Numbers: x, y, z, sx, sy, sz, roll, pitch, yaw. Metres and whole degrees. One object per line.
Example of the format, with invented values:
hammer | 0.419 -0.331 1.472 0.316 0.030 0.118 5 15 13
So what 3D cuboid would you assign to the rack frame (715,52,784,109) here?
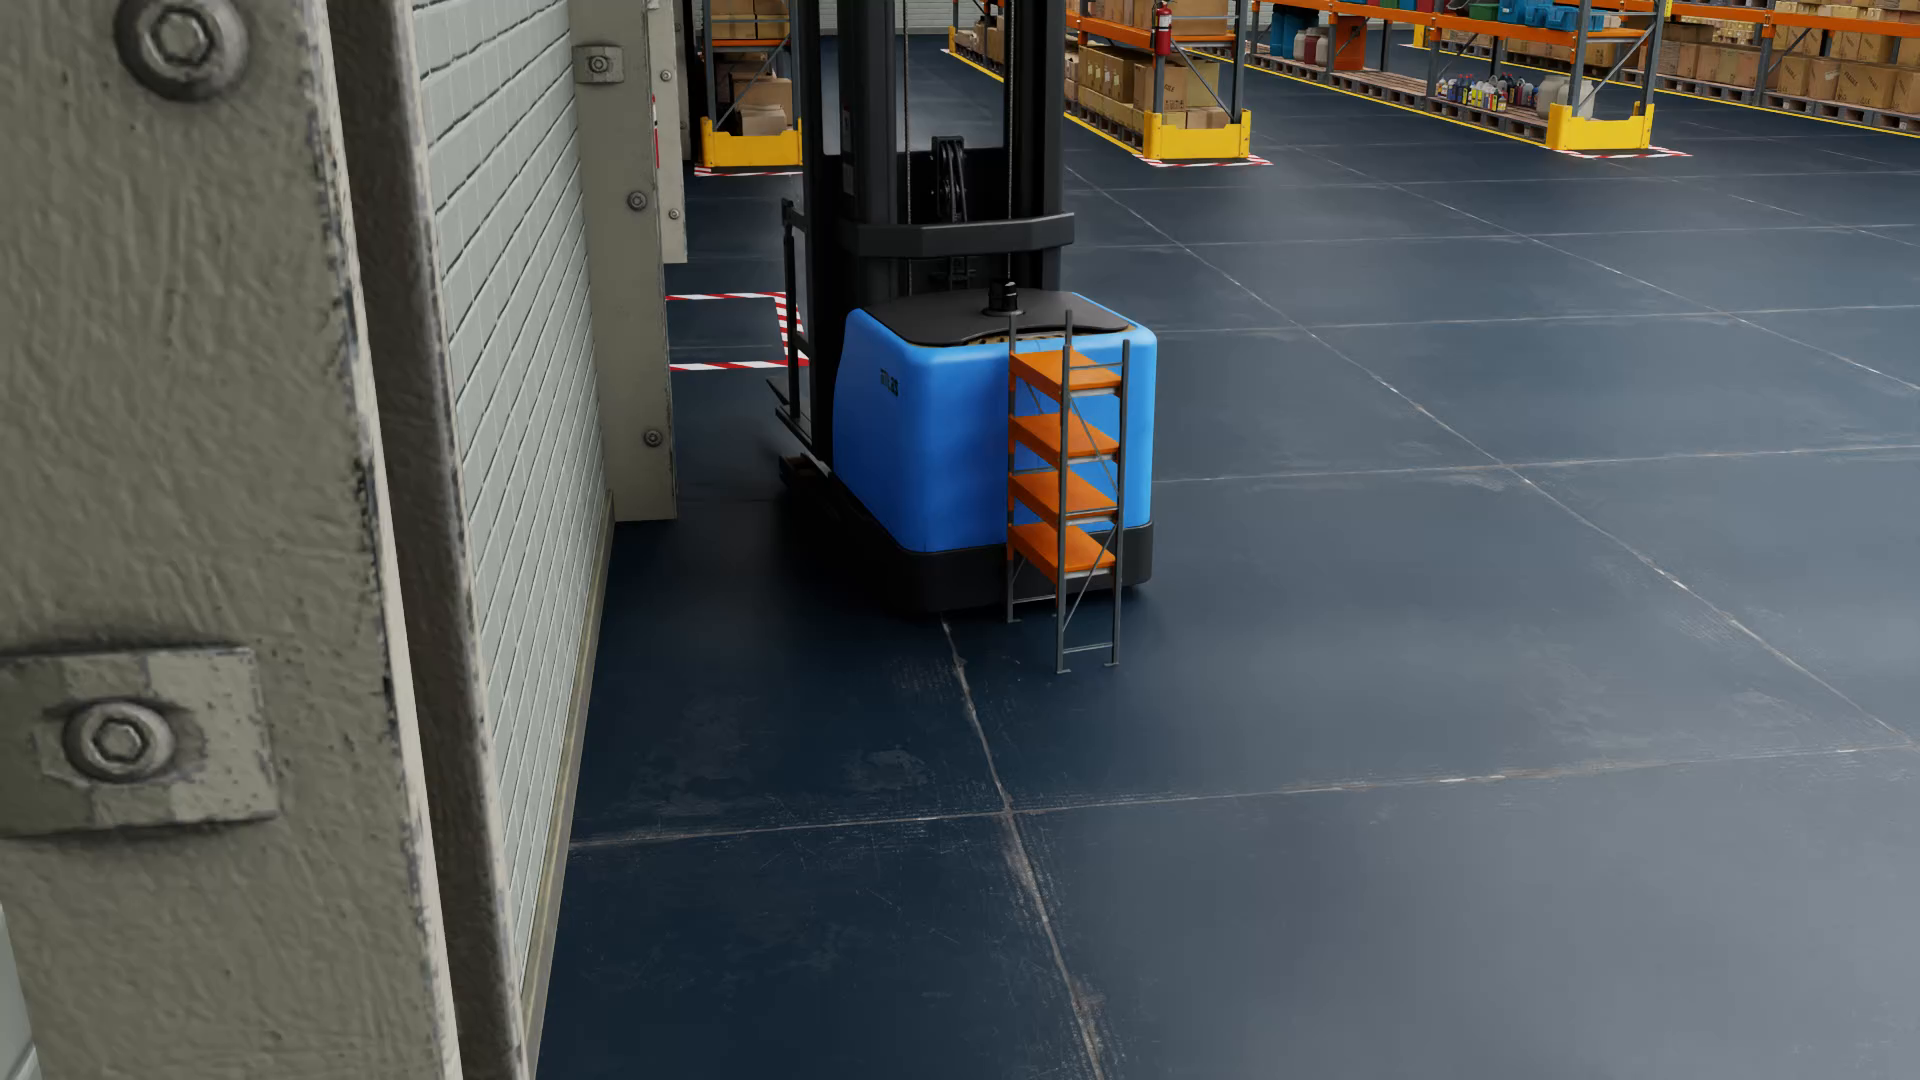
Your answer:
rack frame | -2.806 -6.904 21.413 1.000 3.000 0.127 -3 21 -8

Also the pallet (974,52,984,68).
pallet | 0.844 -8.856 30.626 1.003 0.211 1.213 -3 21 -8

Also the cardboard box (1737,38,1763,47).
cardboard box | 15.275 -9.618 32.155 0.380 0.149 0.250 -3 21 -7

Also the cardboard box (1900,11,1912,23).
cardboard box | 12.092 -6.585 20.920 0.380 0.149 0.250 -3 21 -8

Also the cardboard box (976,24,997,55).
cardboard box | 0.579 -9.143 30.352 0.500 0.500 0.500 -3 21 -8

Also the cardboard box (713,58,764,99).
cardboard box | -3.053 -6.369 22.926 0.700 0.500 0.500 -3 21 -9

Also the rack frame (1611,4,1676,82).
rack frame | 11.322 -9.038 27.128 1.000 3.000 0.127 -3 21 -8

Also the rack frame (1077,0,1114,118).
rack frame | 2.095 -7.155 22.085 1.000 3.000 0.127 -3 21 -8

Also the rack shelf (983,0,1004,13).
rack shelf | 1.230 -8.895 27.773 1.077 0.370 4.000 -3 21 -8

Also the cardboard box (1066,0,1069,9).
cardboard box | 1.777 -8.006 24.223 0.500 0.500 0.500 -4 21 -11

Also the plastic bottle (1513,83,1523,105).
plastic bottle | 7.364 -5.888 21.948 0.061 0.283 0.133 -3 21 -8

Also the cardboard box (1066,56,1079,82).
cardboard box | 1.753 -6.452 22.732 0.500 0.311 0.500 -3 21 -8

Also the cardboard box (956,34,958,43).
cardboard box | 0.122 -9.940 32.962 0.380 0.166 0.250 -3 21 -8

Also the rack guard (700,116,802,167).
rack guard | -2.240 -4.374 18.213 1.175 0.500 0.348 -3 21 -8

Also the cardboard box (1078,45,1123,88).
cardboard box | 1.852 -6.238 21.890 0.500 0.500 0.500 -3 21 -8

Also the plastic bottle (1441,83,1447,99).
plastic bottle | 6.624 -6.131 22.715 0.097 0.201 0.097 0 20 0

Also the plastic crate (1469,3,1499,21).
plastic crate | 6.914 -6.820 21.491 0.450 0.188 0.662 -3 21 -8

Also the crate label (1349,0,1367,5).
crate label | 6.296 -8.447 25.495 0.502 0.435 0.616 -3 21 -8

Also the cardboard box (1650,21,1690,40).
cardboard box | 11.448 -8.194 26.740 0.500 0.250 0.500 -2 21 -6

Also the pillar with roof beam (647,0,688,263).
pillar with roof beam | 1.939 -6.668 12.207 9.100 9.000 0.400 -3 21 -8

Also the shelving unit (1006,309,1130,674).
shelving unit | 0.374 -0.179 5.981 0.258 1.200 0.503 -7 22 -18

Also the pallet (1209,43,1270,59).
pallet | 5.521 -9.543 32.465 1.003 0.211 1.213 -3 21 -8

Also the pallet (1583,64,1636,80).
pallet | 11.283 -8.009 28.357 1.003 0.211 1.213 -3 21 -8

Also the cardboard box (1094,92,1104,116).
cardboard box | 1.996 -5.541 21.094 0.500 0.250 0.500 -3 21 -8

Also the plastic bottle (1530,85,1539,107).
plastic bottle | 7.528 -5.813 21.764 0.097 0.271 0.097 0 20 0

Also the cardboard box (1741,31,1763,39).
cardboard box | 15.308 -9.732 32.034 0.380 0.149 0.250 -3 21 -7

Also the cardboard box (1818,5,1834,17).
cardboard box | 11.759 -7.099 22.294 0.380 0.149 0.250 -3 21 -8

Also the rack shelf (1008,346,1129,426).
rack shelf | 0.374 -0.547 5.844 0.258 0.148 0.480 -7 22 -18

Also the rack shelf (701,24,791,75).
rack shelf | -2.518 -5.874 19.685 1.077 0.370 4.000 -3 21 -8

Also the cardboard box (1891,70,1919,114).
cardboard box | 12.282 -5.716 21.206 0.500 0.500 0.500 2 21 6

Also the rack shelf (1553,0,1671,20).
rack shelf | 11.034 -9.394 29.108 1.077 0.370 4.000 -3 21 -8

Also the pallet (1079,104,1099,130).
pallet | 2.168 -5.571 21.830 1.003 0.211 1.213 -3 21 -8

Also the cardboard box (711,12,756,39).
cardboard box | -2.489 -5.610 18.135 0.500 0.250 0.500 -3 21 -7

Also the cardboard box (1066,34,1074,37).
cardboard box | 1.588 -8.102 27.565 0.500 0.500 0.500 -3 21 -8

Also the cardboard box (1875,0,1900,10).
cardboard box | 12.203 -6.989 21.072 0.875 0.500 0.500 -3 21 -8

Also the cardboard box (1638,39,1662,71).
cardboard box | 11.438 -7.842 26.870 0.700 0.500 0.500 -4 21 -11

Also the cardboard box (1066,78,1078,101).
cardboard box | 1.749 -6.192 22.838 0.500 0.250 0.500 -3 21 -8

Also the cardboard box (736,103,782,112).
cardboard box | -2.322 -4.907 19.281 0.500 0.311 0.500 -1 21 -3

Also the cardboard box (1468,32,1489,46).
cardboard box | 10.600 -10.169 32.591 0.875 0.875 0.875 -3 21 -8

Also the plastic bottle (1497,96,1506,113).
plastic bottle | 6.876 -5.527 21.099 0.097 0.201 0.097 0 20 0

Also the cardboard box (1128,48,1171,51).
cardboard box | 2.439 -6.091 21.496 0.500 0.500 0.500 -3 21 -8

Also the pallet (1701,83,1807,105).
pallet | 11.785 -6.616 24.629 1.003 0.211 1.213 -3 21 -8

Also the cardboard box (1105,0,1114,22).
cardboard box | 2.248 -6.866 21.169 0.700 0.500 0.500 -3 21 -8

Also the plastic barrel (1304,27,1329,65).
plastic barrel | 6.171 -8.415 28.305 0.600 0.588 0.708 -3 21 -8

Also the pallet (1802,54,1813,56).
pallet | 15.961 -8.639 30.045 1.003 0.211 1.213 -3 21 -8

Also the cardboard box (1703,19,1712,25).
cardboard box | 15.099 -10.336 33.227 0.380 0.149 0.250 -4 21 -10

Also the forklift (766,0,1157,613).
forklift | -0.210 -1.580 7.257 1.130 2.935 3.031 -7 22 -18

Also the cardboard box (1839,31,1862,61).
cardboard box | 15.820 -8.674 29.124 0.500 0.500 0.500 -2 21 -6

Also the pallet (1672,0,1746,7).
pallet | 11.648 -8.265 25.332 1.003 0.211 1.213 -3 21 -8

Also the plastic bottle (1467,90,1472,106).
plastic bottle | 6.748 -5.834 21.919 0.097 0.201 0.097 0 20 0
